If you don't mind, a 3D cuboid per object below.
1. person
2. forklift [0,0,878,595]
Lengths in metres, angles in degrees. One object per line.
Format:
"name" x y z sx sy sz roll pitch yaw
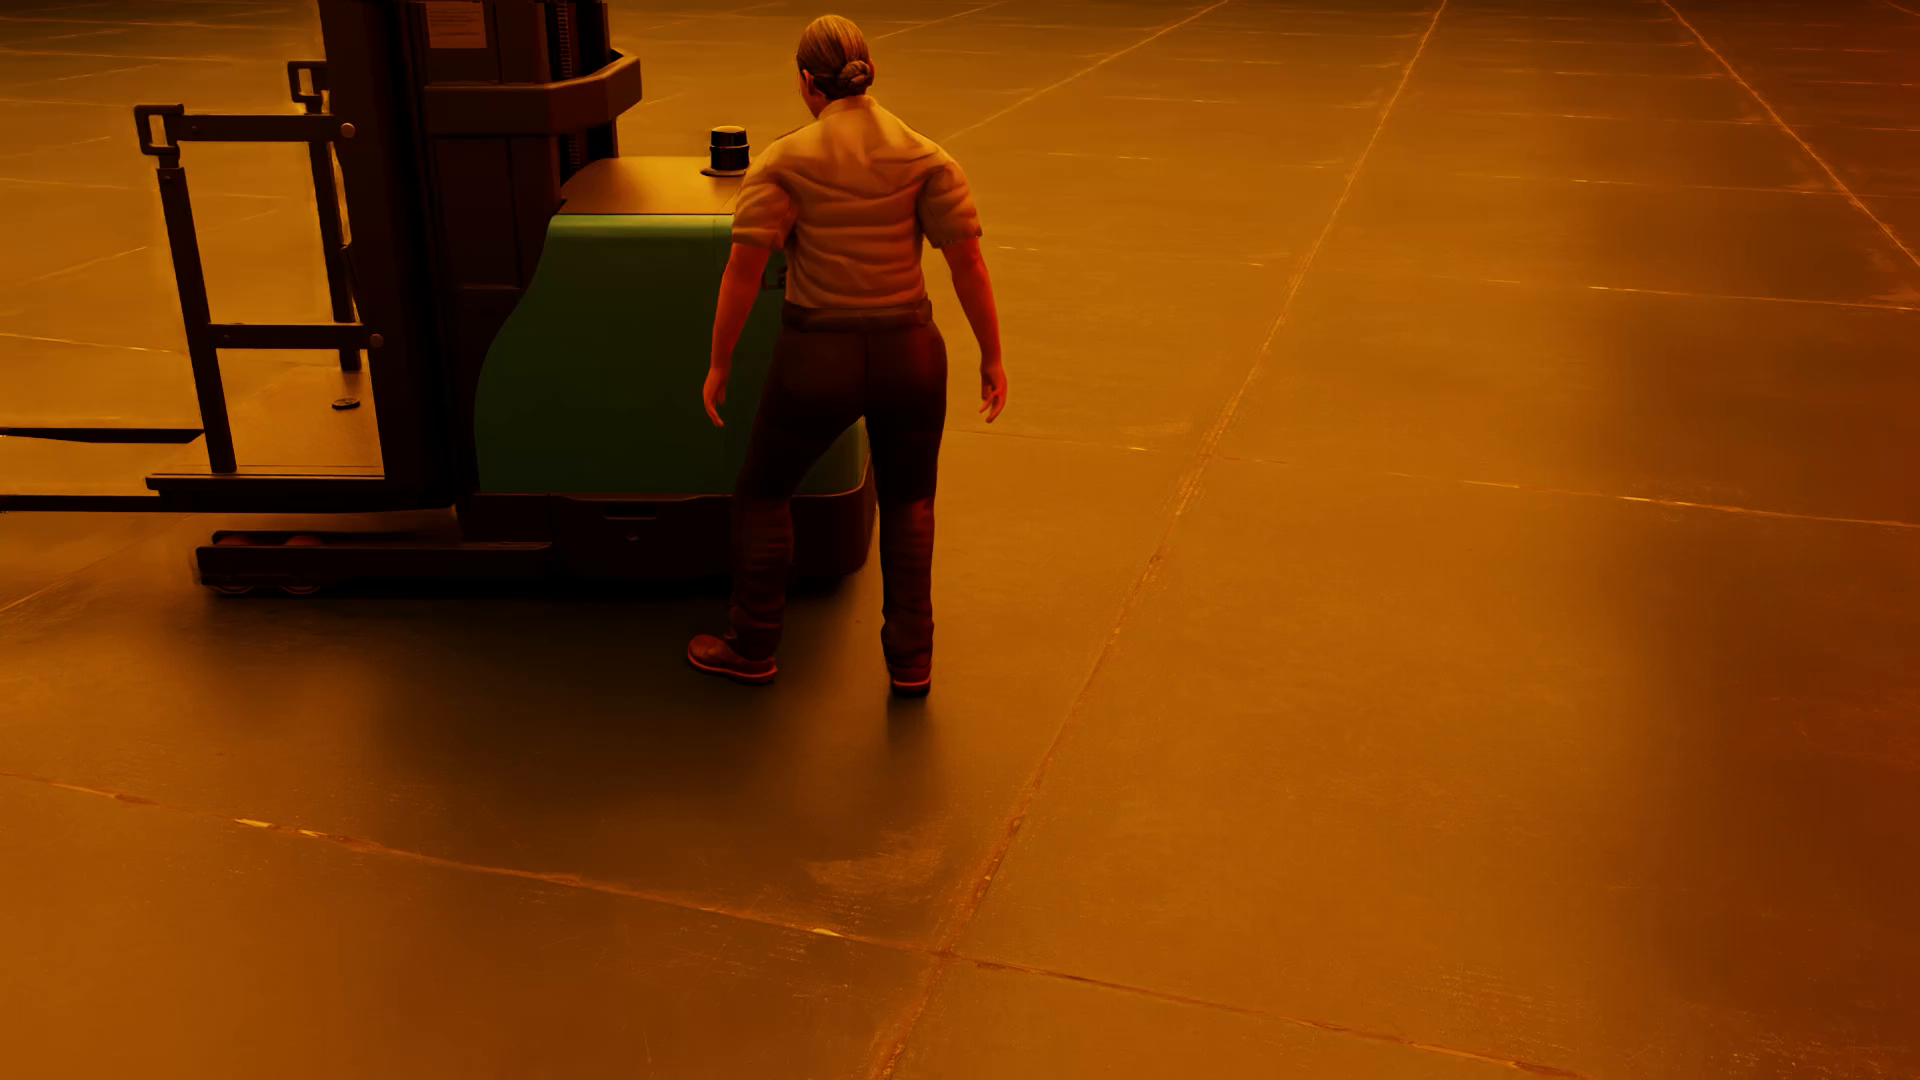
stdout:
"person" -0.296 -0.407 4.002 0.805 1.620 0.374 -4 23 -10
"forklift" -1.776 -1.399 4.669 3.031 2.935 1.130 0 22 1
